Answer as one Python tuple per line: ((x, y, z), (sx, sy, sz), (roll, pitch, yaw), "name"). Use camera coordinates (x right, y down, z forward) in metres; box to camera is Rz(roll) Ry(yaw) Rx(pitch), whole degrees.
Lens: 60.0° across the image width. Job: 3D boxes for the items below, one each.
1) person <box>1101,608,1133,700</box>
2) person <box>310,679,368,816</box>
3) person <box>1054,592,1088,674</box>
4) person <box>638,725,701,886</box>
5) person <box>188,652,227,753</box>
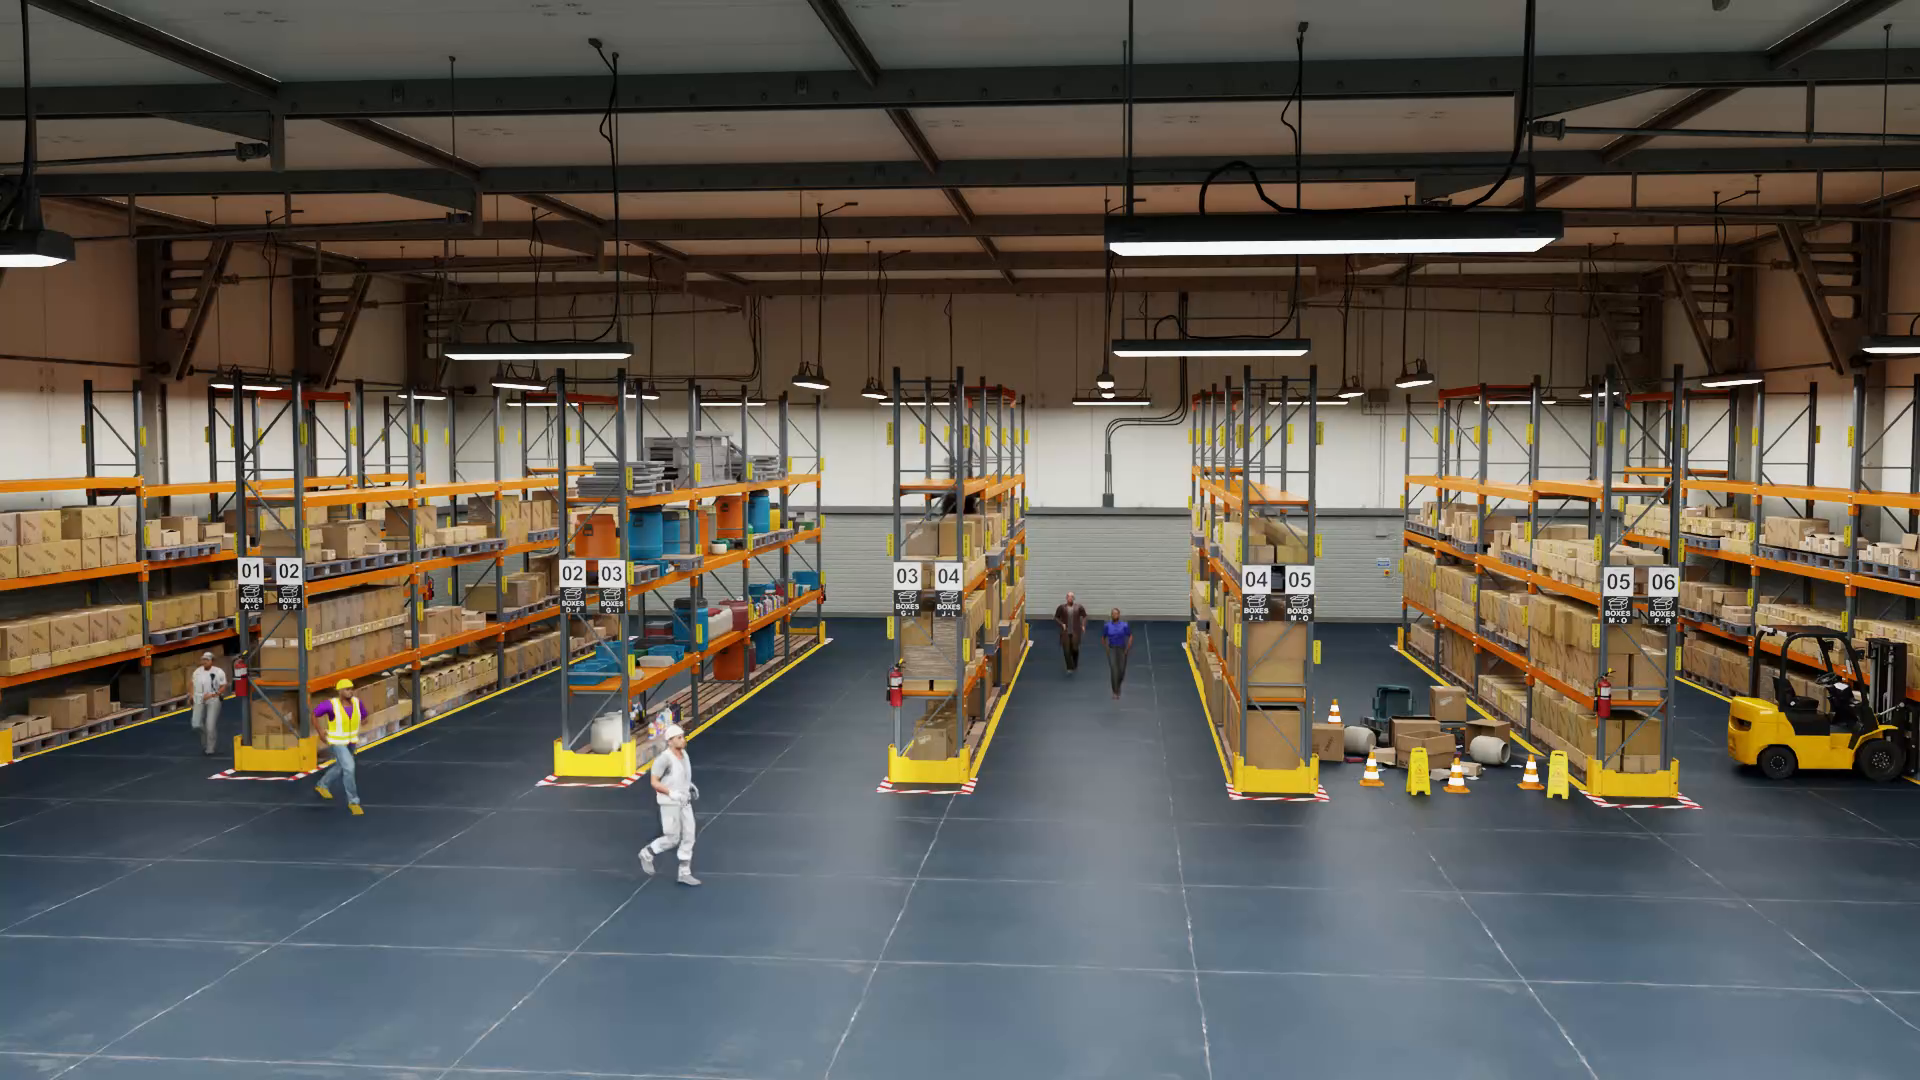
((2.828, 2.044, 30.034), (0.575, 1.636, 0.487), (0, 4, 5), "person")
((-8.291, 2.757, 22.292), (1.007, 1.829, 0.643), (2, 4, 27), "person")
((2.330, 1.963, 35.049), (0.707, 1.736, 0.633), (0, 4, 6), "person")
((-3.238, 2.961, 18.681), (0.782, 1.780, 0.684), (2, 4, 27), "person")
((-11.888, 2.569, 26.252), (0.600, 1.607, 0.529), (0, 4, -7), "person")
